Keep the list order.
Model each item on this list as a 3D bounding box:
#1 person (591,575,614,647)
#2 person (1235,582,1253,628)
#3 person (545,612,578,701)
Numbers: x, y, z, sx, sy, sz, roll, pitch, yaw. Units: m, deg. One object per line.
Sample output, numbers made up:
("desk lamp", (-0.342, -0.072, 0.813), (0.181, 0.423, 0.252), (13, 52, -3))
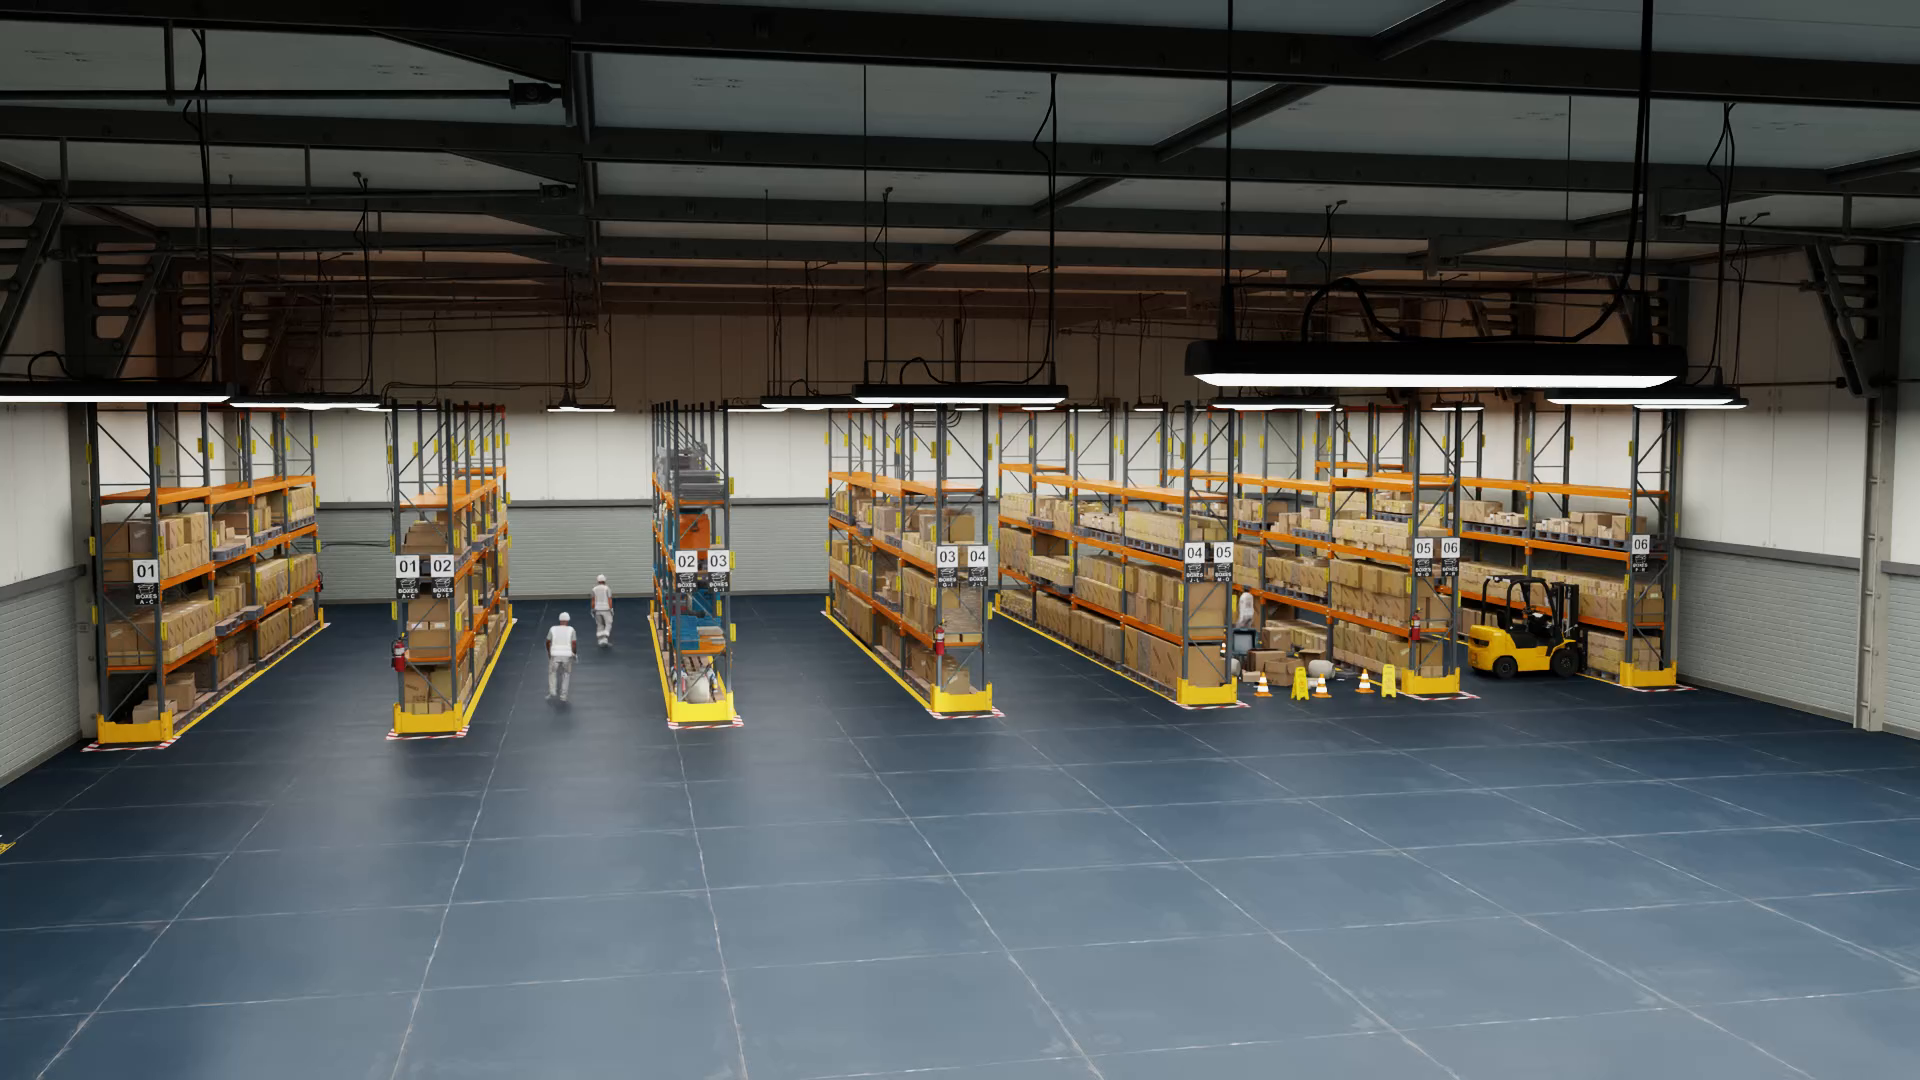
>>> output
("person", (-8.821, 1.748, 40.987), (0.592, 1.789, 0.520), (1, 4, 14))
("person", (6.882, 1.872, 40.076), (0.521, 1.697, 0.370), (-4, 6, -44))
("person", (-7.965, 2.345, 33.220), (0.630, 1.757, 0.722), (-1, 4, -10))
